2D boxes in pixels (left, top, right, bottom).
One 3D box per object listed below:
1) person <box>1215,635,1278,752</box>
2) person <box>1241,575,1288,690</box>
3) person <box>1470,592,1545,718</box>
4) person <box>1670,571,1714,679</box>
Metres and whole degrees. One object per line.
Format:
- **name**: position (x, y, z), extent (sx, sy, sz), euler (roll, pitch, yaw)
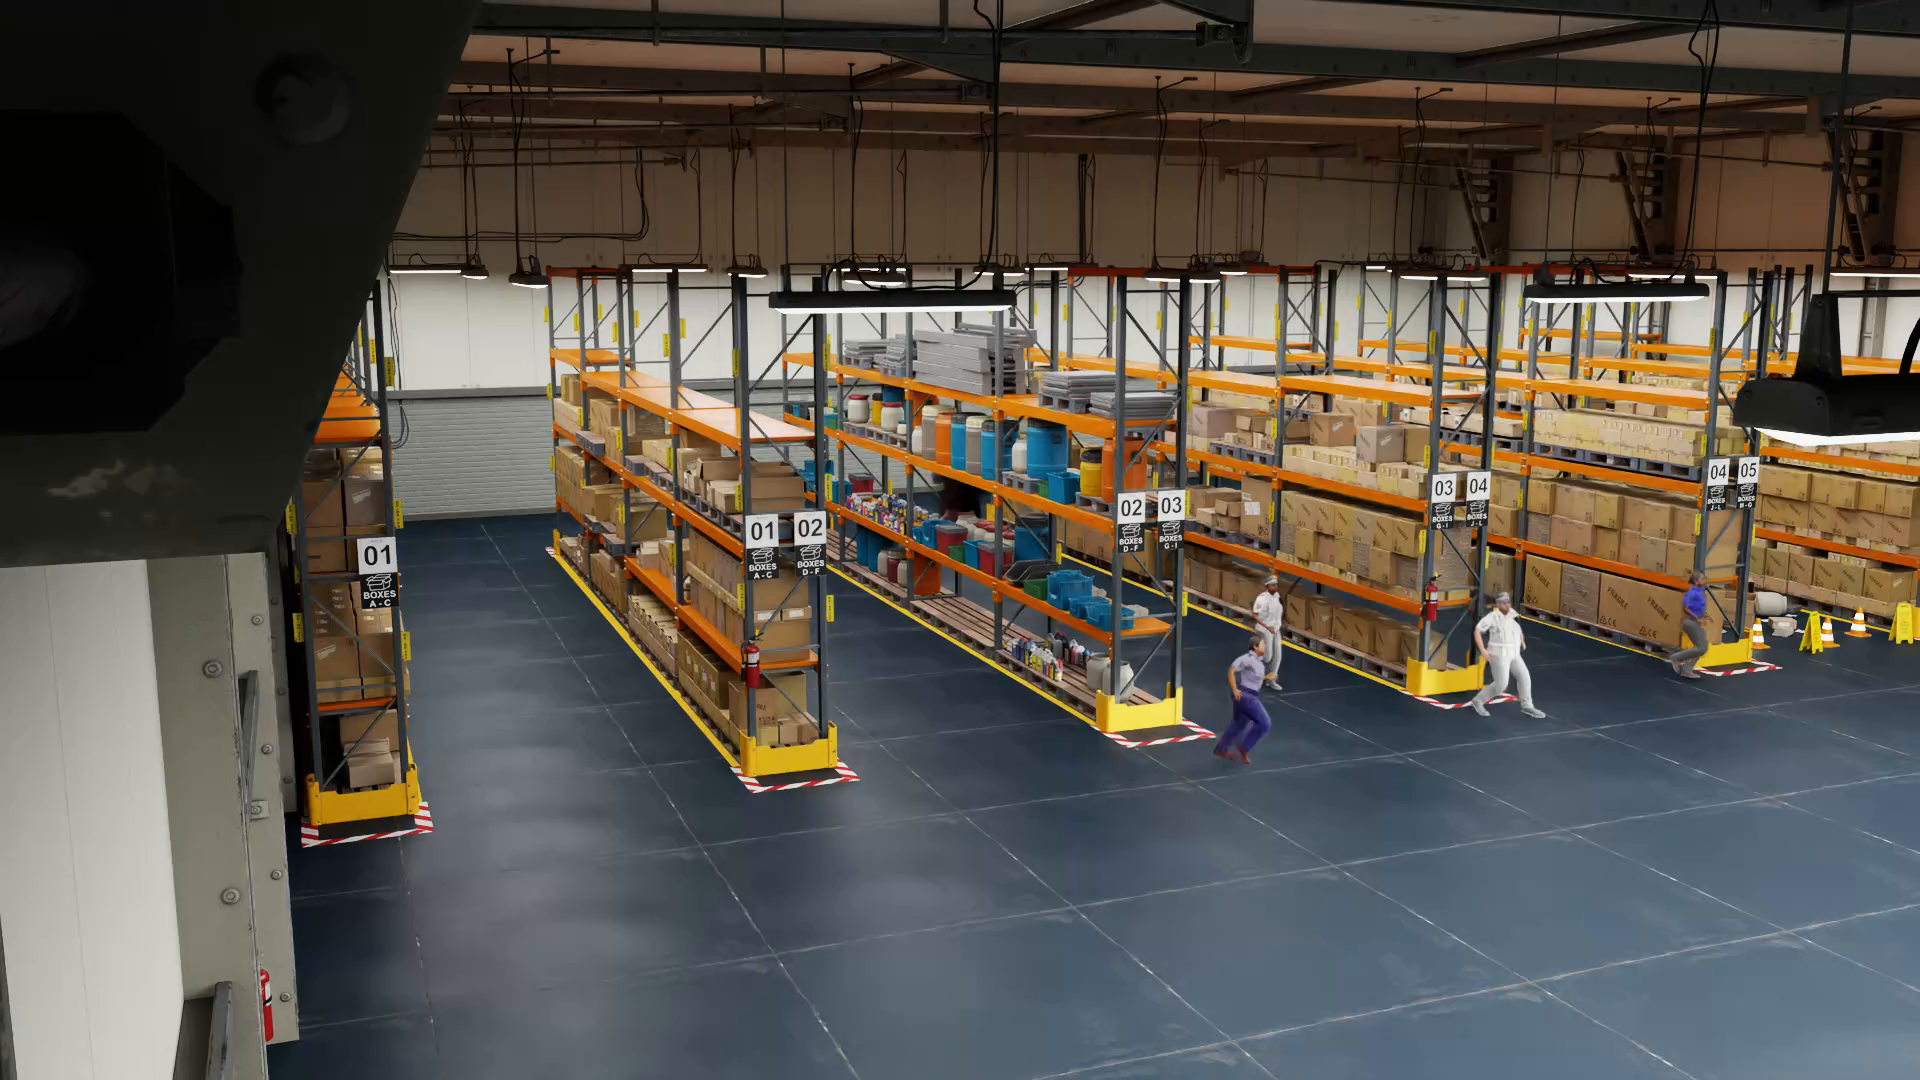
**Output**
- **person**: position (3.561, 1.920, 20.641), extent (0.747, 1.513, 0.564), euler (2, 10, 11)
- **person**: position (4.485, 1.316, 24.372), extent (0.583, 1.688, 0.684), euler (-8, 13, -38)
- **person**: position (7.465, 1.562, 22.618), extent (0.842, 1.744, 0.741), euler (-7, 12, -34)
- **person**: position (10.918, 1.266, 24.779), extent (0.549, 1.598, 0.555), euler (5, 11, 29)
